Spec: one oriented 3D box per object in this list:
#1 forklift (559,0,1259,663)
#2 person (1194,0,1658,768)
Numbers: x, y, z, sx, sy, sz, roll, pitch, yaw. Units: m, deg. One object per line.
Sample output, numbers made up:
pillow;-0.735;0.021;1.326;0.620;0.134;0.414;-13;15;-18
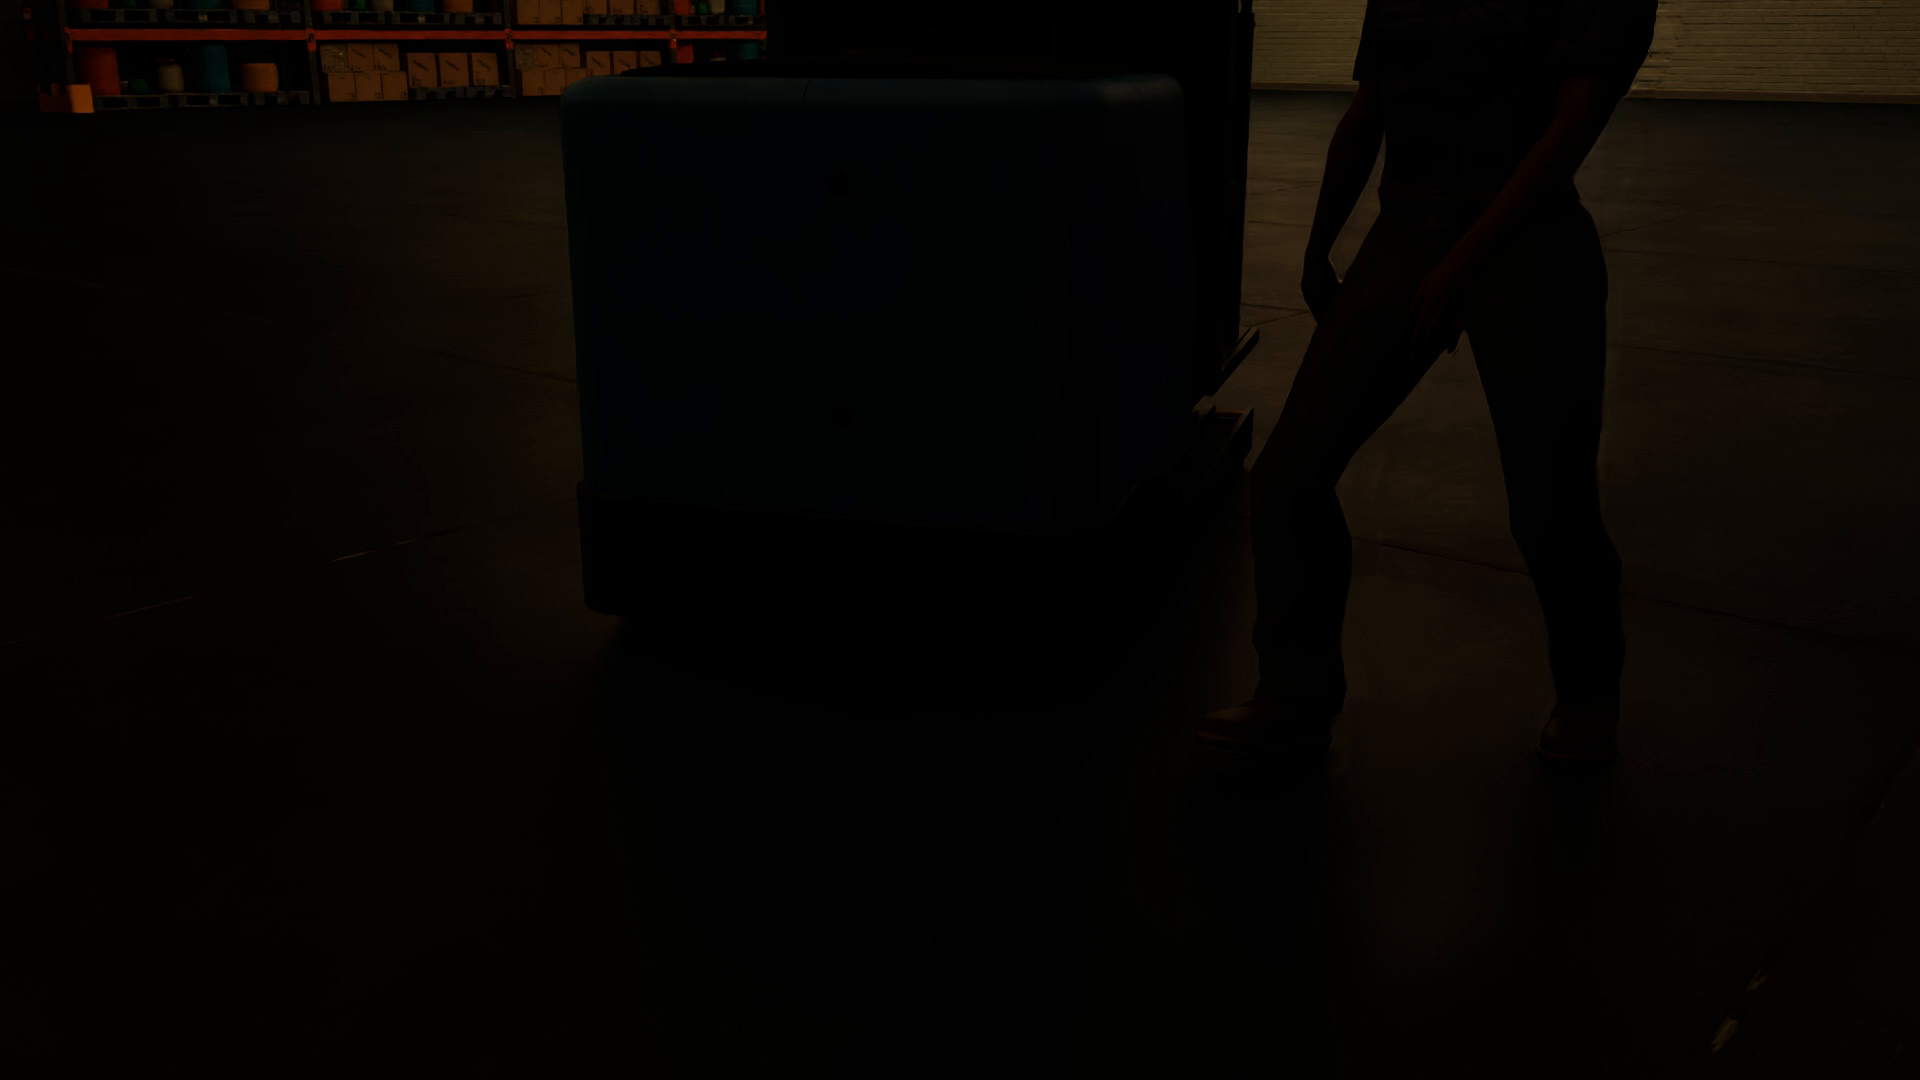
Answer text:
forklift;0.182;-1.571;4.072;1.130;2.935;3.031;5;18;17
person;0.733;-0.415;2.589;0.606;1.594;0.743;16;23;42
